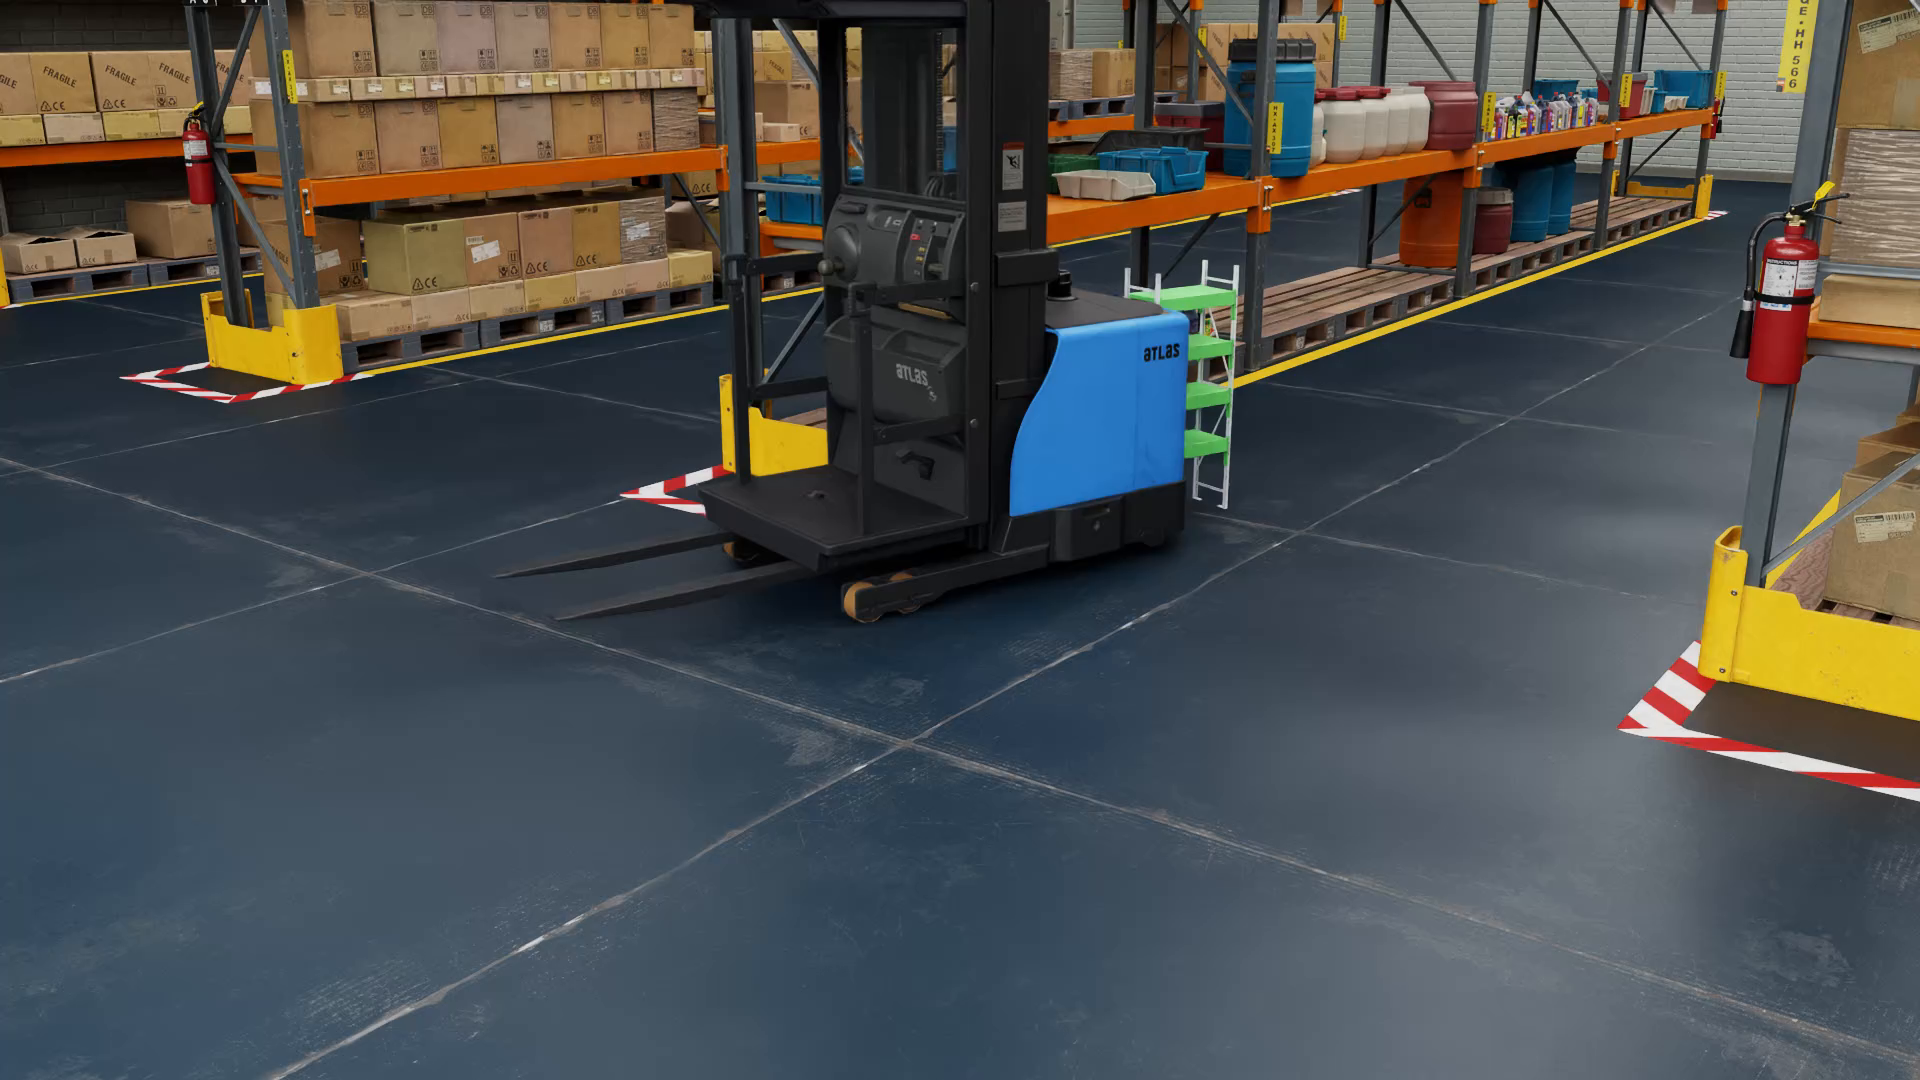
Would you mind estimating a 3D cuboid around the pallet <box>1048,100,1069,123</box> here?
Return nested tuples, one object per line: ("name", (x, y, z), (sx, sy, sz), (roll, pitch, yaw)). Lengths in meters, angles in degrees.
("pallet", (0.396, -4.594, 17.802), (1.213, 0.211, 1.003), (12, 21, 35))

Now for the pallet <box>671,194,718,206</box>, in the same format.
("pallet", (-3.402, -4.229, 21.005), (1.003, 0.211, 1.213), (12, 21, 35))

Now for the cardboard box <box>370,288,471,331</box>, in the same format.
("cardboard box", (-3.925, -1.702, 12.094), (0.500, 0.250, 0.500), (12, 21, 35))

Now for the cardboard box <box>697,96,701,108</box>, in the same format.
("cardboard box", (-3.393, -5.372, 20.373), (0.380, 0.149, 0.250), (13, 21, 35))

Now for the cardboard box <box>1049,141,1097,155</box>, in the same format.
("cardboard box", (1.352, -4.528, 19.477), (0.500, 0.250, 0.500), (12, 21, 35))

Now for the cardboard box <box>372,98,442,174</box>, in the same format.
("cardboard box", (-4.121, -2.889, 11.819), (0.700, 0.500, 0.500), (13, 22, 36))

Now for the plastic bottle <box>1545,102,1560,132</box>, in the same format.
("plastic bottle", (5.696, -4.083, 16.044), (0.152, 0.276, 0.135), (12, 21, 35))

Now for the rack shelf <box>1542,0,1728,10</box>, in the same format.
("rack shelf", (7.599, -6.153, 18.656), (1.077, 0.370, 4.000), (12, 21, 35))

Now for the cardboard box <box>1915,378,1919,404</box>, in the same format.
("cardboard box", (5.013, -0.588, 8.087), (0.500, 0.500, 0.500), (-12, 21, -33))

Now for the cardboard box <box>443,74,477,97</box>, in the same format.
("cardboard box", (-3.698, -3.265, 11.938), (0.380, 0.149, 0.250), (12, 21, 33))

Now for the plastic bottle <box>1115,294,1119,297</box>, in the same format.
("plastic bottle", (1.099, -1.591, 11.669), (0.097, 0.271, 0.097), (0, 17, 0))

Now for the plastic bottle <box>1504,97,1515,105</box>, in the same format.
("plastic bottle", (5.608, -4.399, 17.060), (0.152, 0.276, 0.135), (12, 21, 35))

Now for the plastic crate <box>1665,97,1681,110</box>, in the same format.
("plastic crate", (8.266, -5.151, 19.616), (0.396, 0.136, 0.243), (12, 21, 35))

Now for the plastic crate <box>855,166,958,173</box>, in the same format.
("plastic crate", (-0.293, -1.985, 9.328), (0.499, 0.251, 0.408), (12, 21, 35))

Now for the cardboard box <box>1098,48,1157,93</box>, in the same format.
("cardboard box", (1.970, -5.639, 19.969), (0.700, 0.500, 0.500), (5, 18, 16))

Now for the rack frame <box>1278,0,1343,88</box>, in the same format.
("rack frame", (4.815, -6.417, 23.350), (1.000, 3.000, 0.127), (12, 21, 35))

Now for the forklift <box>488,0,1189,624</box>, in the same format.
("forklift", (-0.451, -1.241, 6.799), (3.031, 2.935, 1.130), (-12, 21, -35))

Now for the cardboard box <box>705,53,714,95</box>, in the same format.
("cardboard box", (-3.118, -5.779, 20.591), (0.500, 0.500, 0.500), (13, 22, 36))

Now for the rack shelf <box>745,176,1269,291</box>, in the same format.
("rack shelf", (0.449, -1.863, 9.897), (1.077, 0.370, 4.000), (12, 21, 35))

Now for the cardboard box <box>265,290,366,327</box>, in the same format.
("cardboard box", (-4.636, -1.673, 12.003), (0.500, 0.250, 0.500), (12, 21, 35))

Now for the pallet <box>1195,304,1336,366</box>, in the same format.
("pallet", (2.077, -1.545, 12.362), (1.003, 0.211, 1.213), (12, 21, 35))

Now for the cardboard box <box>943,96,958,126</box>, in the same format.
("cardboard box", (-0.204, -4.390, 16.973), (0.500, 0.311, 0.500), (14, 22, 38))

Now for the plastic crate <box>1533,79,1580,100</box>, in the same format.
("plastic crate", (6.412, -4.781, 18.006), (0.392, 0.384, 0.575), (12, 21, 35))

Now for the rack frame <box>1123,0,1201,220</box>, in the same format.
("rack frame", (2.431, -5.464, 20.282), (1.000, 3.000, 0.127), (12, 21, 35))

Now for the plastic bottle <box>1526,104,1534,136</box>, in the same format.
("plastic bottle", (5.267, -3.893, 15.418), (0.061, 0.283, 0.133), (12, 21, 35))

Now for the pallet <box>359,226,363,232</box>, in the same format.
("pallet", (-5.853, -3.287, 17.973), (1.003, 0.211, 1.213), (12, 21, 35))

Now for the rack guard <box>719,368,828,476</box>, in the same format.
("rack guard", (-0.735, -0.563, 8.712), (1.175, 0.500, 0.348), (12, 21, 35))

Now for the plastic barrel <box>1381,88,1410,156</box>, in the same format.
("plastic barrel", (3.332, -3.306, 13.142), (0.421, 0.512, 0.421), (0, 17, 0))

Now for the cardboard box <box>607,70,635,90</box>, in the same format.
("cardboard box", (-2.784, -3.630, 13.112), (0.380, 0.149, 0.250), (12, 21, 35))

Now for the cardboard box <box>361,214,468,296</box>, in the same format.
("cardboard box", (-3.924, -2.059, 11.982), (0.500, 0.500, 0.500), (12, 21, 35))

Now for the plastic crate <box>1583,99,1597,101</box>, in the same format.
("plastic crate", (7.203, -4.959, 18.997), (0.293, 0.136, 0.466), (12, 21, 35))

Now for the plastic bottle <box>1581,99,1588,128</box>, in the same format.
("plastic bottle", (6.214, -4.291, 16.712), (0.152, 0.276, 0.135), (12, 21, 35))

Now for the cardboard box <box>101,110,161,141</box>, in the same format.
("cardboard box", (-7.547, -3.725, 14.901), (0.500, 0.250, 0.500), (12, 21, 34))

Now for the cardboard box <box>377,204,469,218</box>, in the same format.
("cardboard box", (-4.054, -2.273, 12.668), (0.500, 0.500, 0.500), (12, 21, 35))

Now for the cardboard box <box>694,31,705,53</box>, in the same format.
("cardboard box", (-3.438, -6.013, 20.080), (0.500, 0.250, 0.500), (13, 22, 36))

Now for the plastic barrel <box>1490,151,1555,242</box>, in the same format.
("plastic barrel", (5.648, -3.491, 16.759), (0.600, 0.901, 0.708), (12, 21, 35))

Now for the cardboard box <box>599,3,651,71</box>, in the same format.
("cardboard box", (-2.895, -3.999, 13.206), (0.700, 0.500, 0.500), (12, 21, 35))

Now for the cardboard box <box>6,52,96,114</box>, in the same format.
("cardboard box", (-7.871, -3.953, 14.371), (0.500, 0.500, 0.500), (12, 21, 35))

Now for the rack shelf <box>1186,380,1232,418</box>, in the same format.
("rack shelf", (1.050, -0.655, 8.046), (0.480, 0.148, 0.258), (-11, 21, -33))

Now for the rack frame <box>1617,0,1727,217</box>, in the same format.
("rack frame", (8.791, -5.541, 20.528), (1.000, 3.000, 0.127), (12, 21, 35))

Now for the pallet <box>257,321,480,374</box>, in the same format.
("pallet", (-4.297, -1.464, 12.102), (1.003, 0.211, 1.213), (12, 21, 35))

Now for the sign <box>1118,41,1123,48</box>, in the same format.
("sign", (1.991, -5.972, 20.456), (0.100, 0.325, 0.005), (12, 21, 35))

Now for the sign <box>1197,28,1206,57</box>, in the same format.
("sign", (2.879, -5.920, 19.797), (0.100, 0.325, 0.005), (12, 21, 35))

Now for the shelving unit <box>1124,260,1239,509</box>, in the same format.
("shelving unit", (1.050, -0.716, 8.027), (0.503, 1.200, 0.258), (-11, 21, -33))

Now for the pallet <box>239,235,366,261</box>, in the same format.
("pallet", (-6.688, -2.935, 16.840), (1.003, 0.211, 1.213), (12, 21, 35))

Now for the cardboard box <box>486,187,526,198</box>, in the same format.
("cardboard box", (-5.287, -3.874, 18.635), (0.700, 0.500, 0.500), (13, 21, 35))

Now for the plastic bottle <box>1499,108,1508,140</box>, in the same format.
("plastic bottle", (4.817, -3.732, 14.914), (0.152, 0.276, 0.135), (12, 21, 35))

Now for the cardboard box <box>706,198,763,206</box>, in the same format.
("cardboard box", (-2.019, -2.986, 15.285), (0.500, 0.311, 0.500), (13, 22, 36))

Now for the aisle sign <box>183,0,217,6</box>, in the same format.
("aisle sign", (-4.994, -3.884, 10.809), (0.394, 0.787, 0.004), (12, 21, 35))

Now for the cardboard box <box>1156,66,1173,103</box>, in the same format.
("cardboard box", (2.523, -5.676, 20.796), (0.500, 0.500, 0.500), (13, 21, 36))

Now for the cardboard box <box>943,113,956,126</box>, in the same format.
("cardboard box", (-0.266, -4.128, 16.404), (0.380, 0.149, 0.250), (12, 21, 35))

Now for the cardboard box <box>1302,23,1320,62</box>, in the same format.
("cardboard box", (4.470, -6.667, 22.301), (0.500, 0.500, 0.500), (13, 22, 36))
